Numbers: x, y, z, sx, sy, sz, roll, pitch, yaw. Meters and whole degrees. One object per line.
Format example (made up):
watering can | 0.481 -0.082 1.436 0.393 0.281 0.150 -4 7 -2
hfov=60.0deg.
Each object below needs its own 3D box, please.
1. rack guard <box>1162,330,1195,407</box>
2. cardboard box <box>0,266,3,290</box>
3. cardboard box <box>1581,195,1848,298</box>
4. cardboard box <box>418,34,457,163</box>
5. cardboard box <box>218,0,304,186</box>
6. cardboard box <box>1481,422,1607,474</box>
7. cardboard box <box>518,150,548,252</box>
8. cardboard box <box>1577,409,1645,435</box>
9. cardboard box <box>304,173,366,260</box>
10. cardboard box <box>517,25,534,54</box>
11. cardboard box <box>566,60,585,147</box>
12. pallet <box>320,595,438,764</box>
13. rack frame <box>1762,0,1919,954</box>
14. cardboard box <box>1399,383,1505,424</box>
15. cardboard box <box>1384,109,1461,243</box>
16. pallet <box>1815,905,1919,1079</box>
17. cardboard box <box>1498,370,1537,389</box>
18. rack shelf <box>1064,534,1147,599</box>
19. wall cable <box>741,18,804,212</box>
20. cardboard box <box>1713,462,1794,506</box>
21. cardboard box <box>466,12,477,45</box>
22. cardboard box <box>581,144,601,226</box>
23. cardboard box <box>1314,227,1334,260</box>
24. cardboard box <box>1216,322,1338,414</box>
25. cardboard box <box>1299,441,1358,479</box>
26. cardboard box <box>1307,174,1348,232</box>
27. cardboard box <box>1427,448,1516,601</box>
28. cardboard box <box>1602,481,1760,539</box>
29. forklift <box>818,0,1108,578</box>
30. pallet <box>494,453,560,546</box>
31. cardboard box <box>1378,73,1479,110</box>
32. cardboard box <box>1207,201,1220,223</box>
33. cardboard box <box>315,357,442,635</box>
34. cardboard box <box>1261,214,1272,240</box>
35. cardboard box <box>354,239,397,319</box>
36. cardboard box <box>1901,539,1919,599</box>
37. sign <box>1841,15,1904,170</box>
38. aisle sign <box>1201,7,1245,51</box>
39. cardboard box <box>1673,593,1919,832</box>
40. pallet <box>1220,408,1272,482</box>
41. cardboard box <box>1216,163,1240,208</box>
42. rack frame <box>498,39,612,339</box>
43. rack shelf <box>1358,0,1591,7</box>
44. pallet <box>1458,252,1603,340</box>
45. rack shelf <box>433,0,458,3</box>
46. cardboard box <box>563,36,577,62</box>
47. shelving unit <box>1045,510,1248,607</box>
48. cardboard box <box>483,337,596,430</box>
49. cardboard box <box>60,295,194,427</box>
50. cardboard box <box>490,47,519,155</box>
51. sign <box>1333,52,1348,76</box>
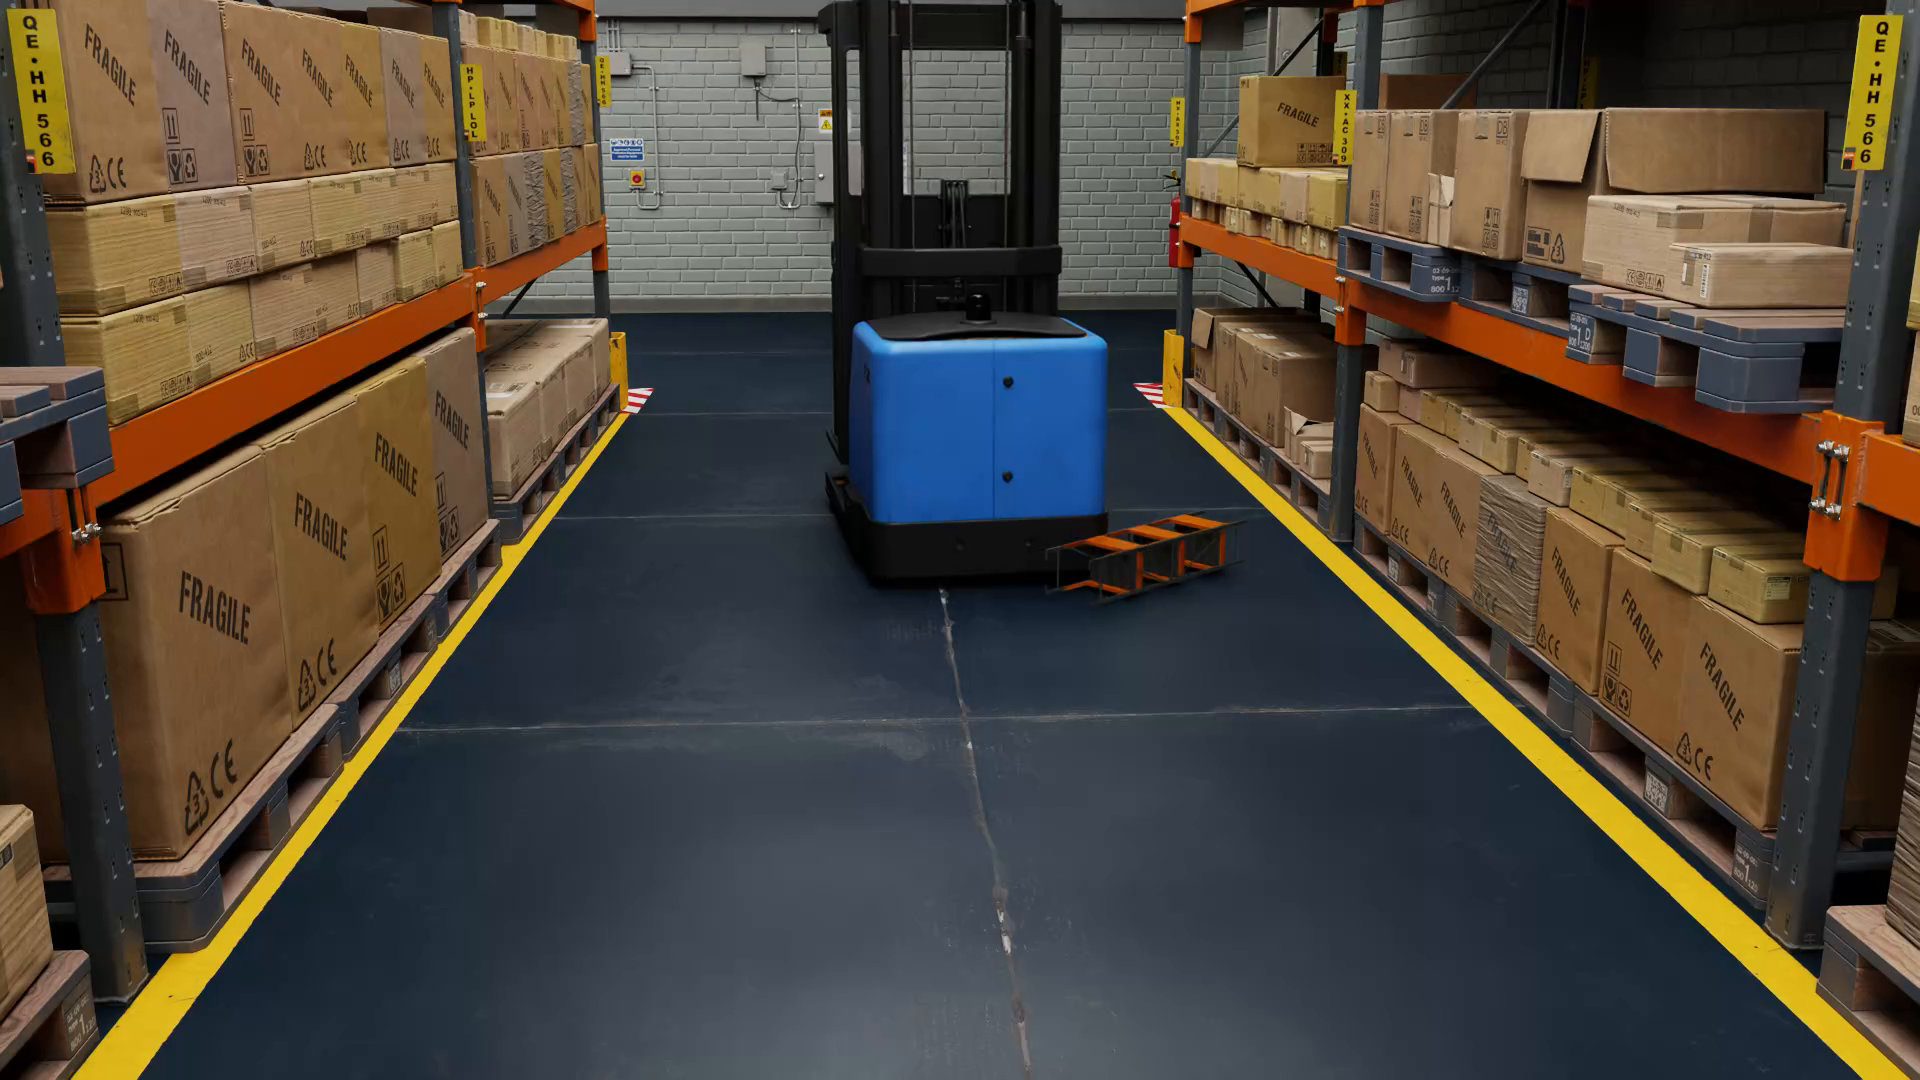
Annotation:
rack guard | 2.039 -1.221 11.767 1.175 0.500 0.348 -1 14 -3
cardboard box | -2.118 -0.670 2.971 0.500 0.500 0.500 -1 14 -5
cardboard box | 2.142 -0.849 4.763 0.500 0.250 0.500 -2 15 -6
cardboard box | -2.393 -1.803 6.808 0.500 0.500 0.500 0 14 -2
cardboard box | -2.267 -1.294 4.830 0.500 0.500 0.500 0 14 -2
cardboard box | 2.182 -0.345 6.220 0.380 0.149 0.250 0 14 -1
cardboard box | -2.491 -1.796 8.786 0.500 0.500 0.500 -1 14 -3
cardboard box | 2.644 -0.417 6.499 0.380 0.149 0.250 0 14 -2
cardboard box | -2.276 -1.061 5.429 0.500 0.250 0.500 -1 14 -2
cardboard box | -2.508 -2.686 8.938 0.380 0.149 0.250 -1 14 -3
cardboard box | -2.590 -2.660 10.136 0.500 0.500 0.500 -1 14 -3
pallet | -2.470 0.468 5.786 1.003 0.211 1.213 -1 14 -3
rack frame | 2.530 -0.461 3.797 1.000 3.000 0.127 -1 14 -3
cardboard box | 2.133 -0.601 7.216 0.380 0.149 0.250 -1 14 -5
cardboard box | 2.121 -1.455 6.617 0.700 0.500 0.500 -1 14 -3
pallet | 2.542 1.095 3.346 1.003 0.211 1.213 -1 14 -3
cardboard box | 2.593 -0.675 7.503 0.380 0.149 0.250 -1 15 -6
rack shelf | 0.618 0.118 7.074 0.259 0.215 0.240 -13 19 -42
wall cable | -1.877 -4.291 16.647 0.588 1.984 0.122 -1 14 -3
cardboard box | 2.735 -0.162 5.510 0.380 0.149 0.250 -1 14 -5
cardboard box | -2.464 -2.371 7.711 0.380 0.149 0.250 -1 14 -3
cardboard box | -2.625 -2.305 10.765 0.500 0.500 0.500 -1 14 -3
cardboard box | 1.973 -1.474 8.238 0.380 0.149 0.250 0 14 -2
cardboard box | 1.992 -1.076 10.363 0.700 0.500 0.500 0 14 -1
cardboard box | 1.955 -0.412 8.487 0.380 0.149 0.250 -1 14 -5
cardboard box | 2.007 -1.650 8.122 0.500 0.250 0.500 -1 14 -2
cardboard box | 2.157 -0.068 6.444 0.500 0.500 0.500 -1 14 -5
cardboard box | 2.256 -0.086 5.214 0.380 0.149 0.250 0 14 -2
forklift | -0.105 -1.575 8.267 1.130 2.935 3.031 -2 15 -9
pallet | -2.641 -0.218 8.449 1.003 0.211 1.213 -1 14 -3
cardboard box | 2.456 -2.264 9.007 0.500 0.500 0.500 -1 14 -5
cardboard box | 1.843 -2.180 10.984 0.380 0.149 0.250 -1 14 -2
cardboard box | -2.490 -0.175 6.107 0.875 0.875 0.875 0 14 -2
cardboard box | 1.933 -1.793 9.480 0.380 0.149 0.250 -1 14 -4
cardboard box | -2.350 -0.945 5.981 0.500 0.250 0.500 -1 14 -5
cardboard box | 2.809 0.098 4.498 0.380 0.149 0.250 0 14 -1
sign | 1.989 -0.972 3.621 0.100 0.325 0.005 -1 14 -3
aisle sign | 1.737 -3.722 11.254 0.394 0.787 0.004 -1 14 -3
cardboard box | 2.289 0.445 4.452 0.500 0.500 0.500 0 14 -2
pallet | 2.162 -0.580 9.857 1.003 0.211 1.213 -1 14 -3
cardboard box | 1.860 -2.153 10.079 0.500 0.250 0.500 -1 14 -4
rack frame | -2.919 -2.373 11.228 1.000 3.000 0.127 -1 14 -3
rack shelf | 2.406 -2.062 5.446 1.077 0.370 4.000 -1 14 -3
pallet | 2.405 -0.851 5.700 1.003 0.211 1.213 -1 14 -3
rack shelf | -2.548 -1.985 5.144 1.077 0.370 4.000 -1 14 -3
cardboard box | -2.558 -3.008 10.187 0.380 0.149 0.250 -1 14 -4
shelving unit | 0.829 0.069 7.265 1.050 0.215 0.252 -13 19 -42
cardboard box | -2.714 -0.945 9.979 0.875 0.438 0.875 0 14 -2
cardboard box | -2.203 -0.436 4.002 0.500 0.250 0.500 -1 14 -4
cardboard box | -2.484 -2.158 8.188 0.500 0.500 0.500 -1 14 -4
sign | 2.590 -3.168 11.360 0.100 0.325 0.005 -1 14 -3
